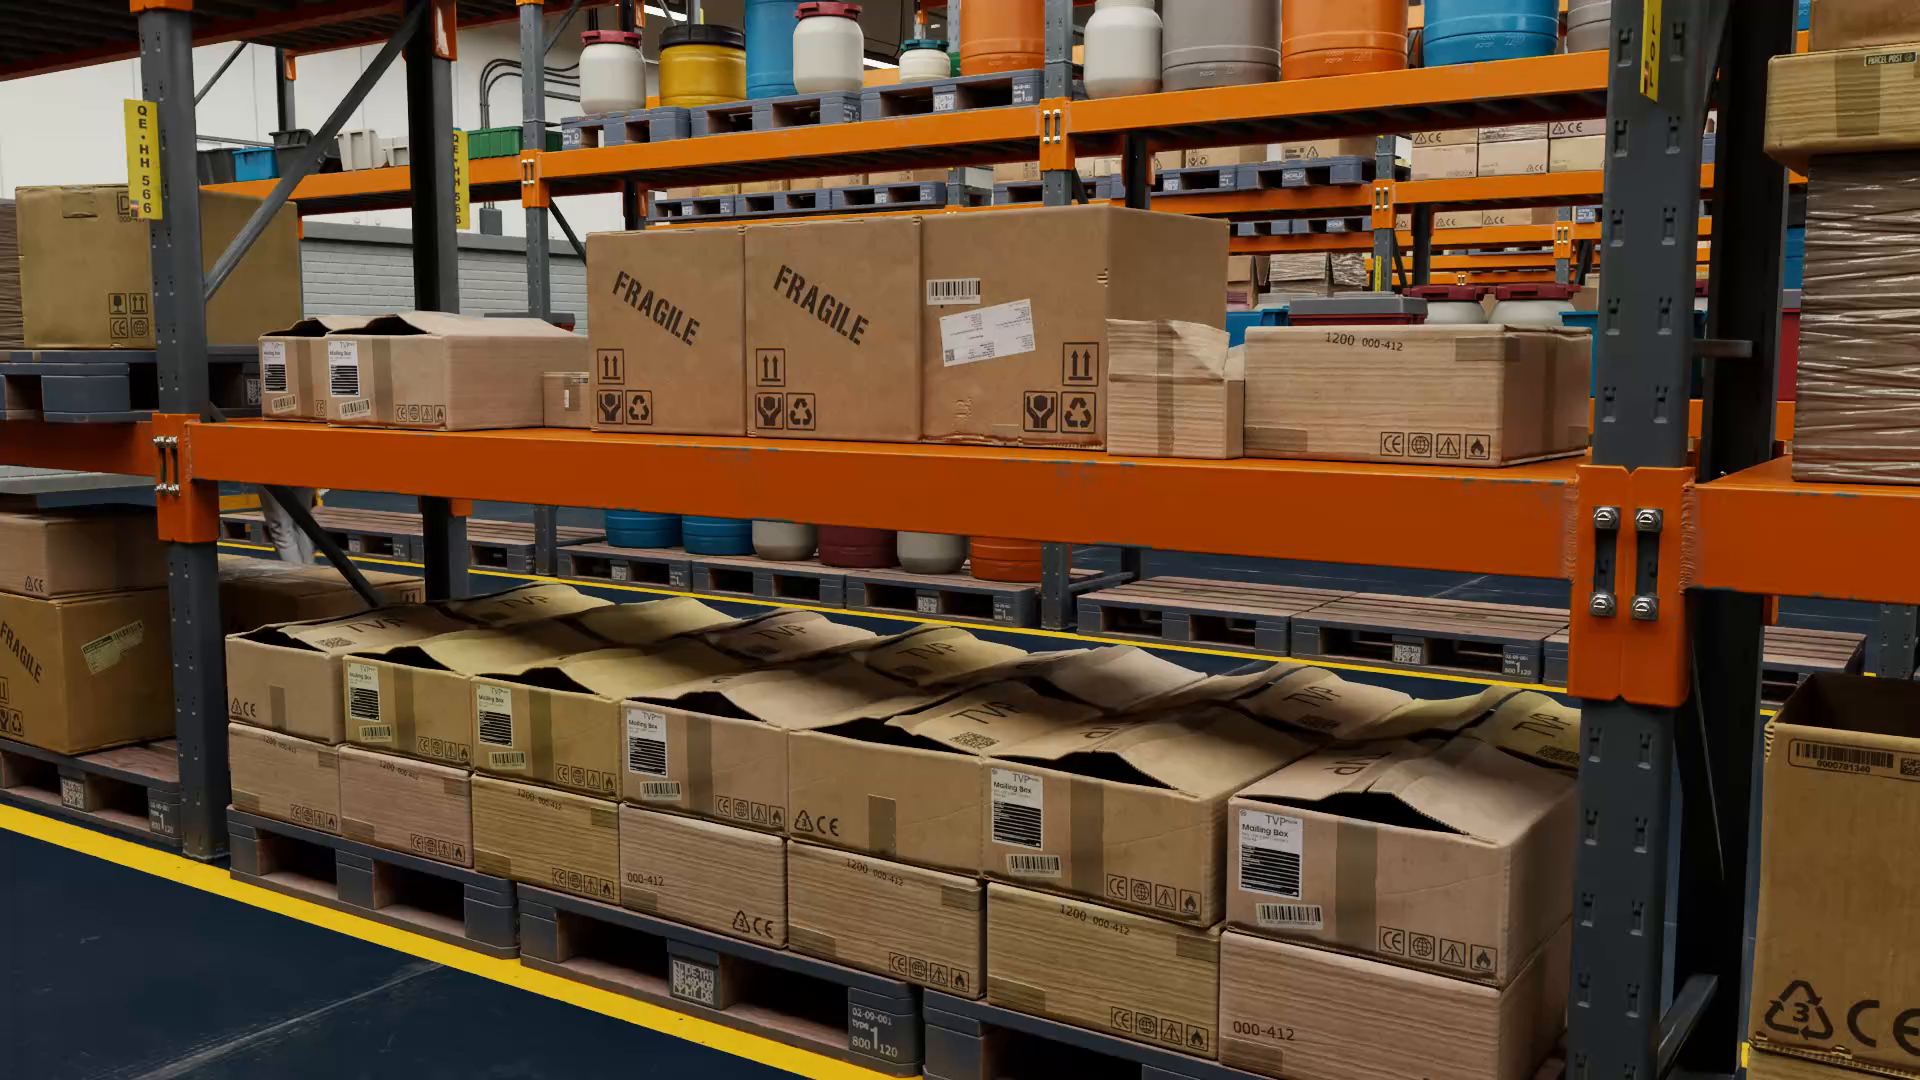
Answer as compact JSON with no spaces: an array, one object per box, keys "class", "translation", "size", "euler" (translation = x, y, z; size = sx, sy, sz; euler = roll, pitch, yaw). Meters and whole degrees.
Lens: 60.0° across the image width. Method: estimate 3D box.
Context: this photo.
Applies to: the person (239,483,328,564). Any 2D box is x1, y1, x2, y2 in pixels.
[{"class":"person","translation":[-3.810,-0.377,9.376],"size":[0.478,1.754,0.504],"euler":[-6,8,-41]}]
